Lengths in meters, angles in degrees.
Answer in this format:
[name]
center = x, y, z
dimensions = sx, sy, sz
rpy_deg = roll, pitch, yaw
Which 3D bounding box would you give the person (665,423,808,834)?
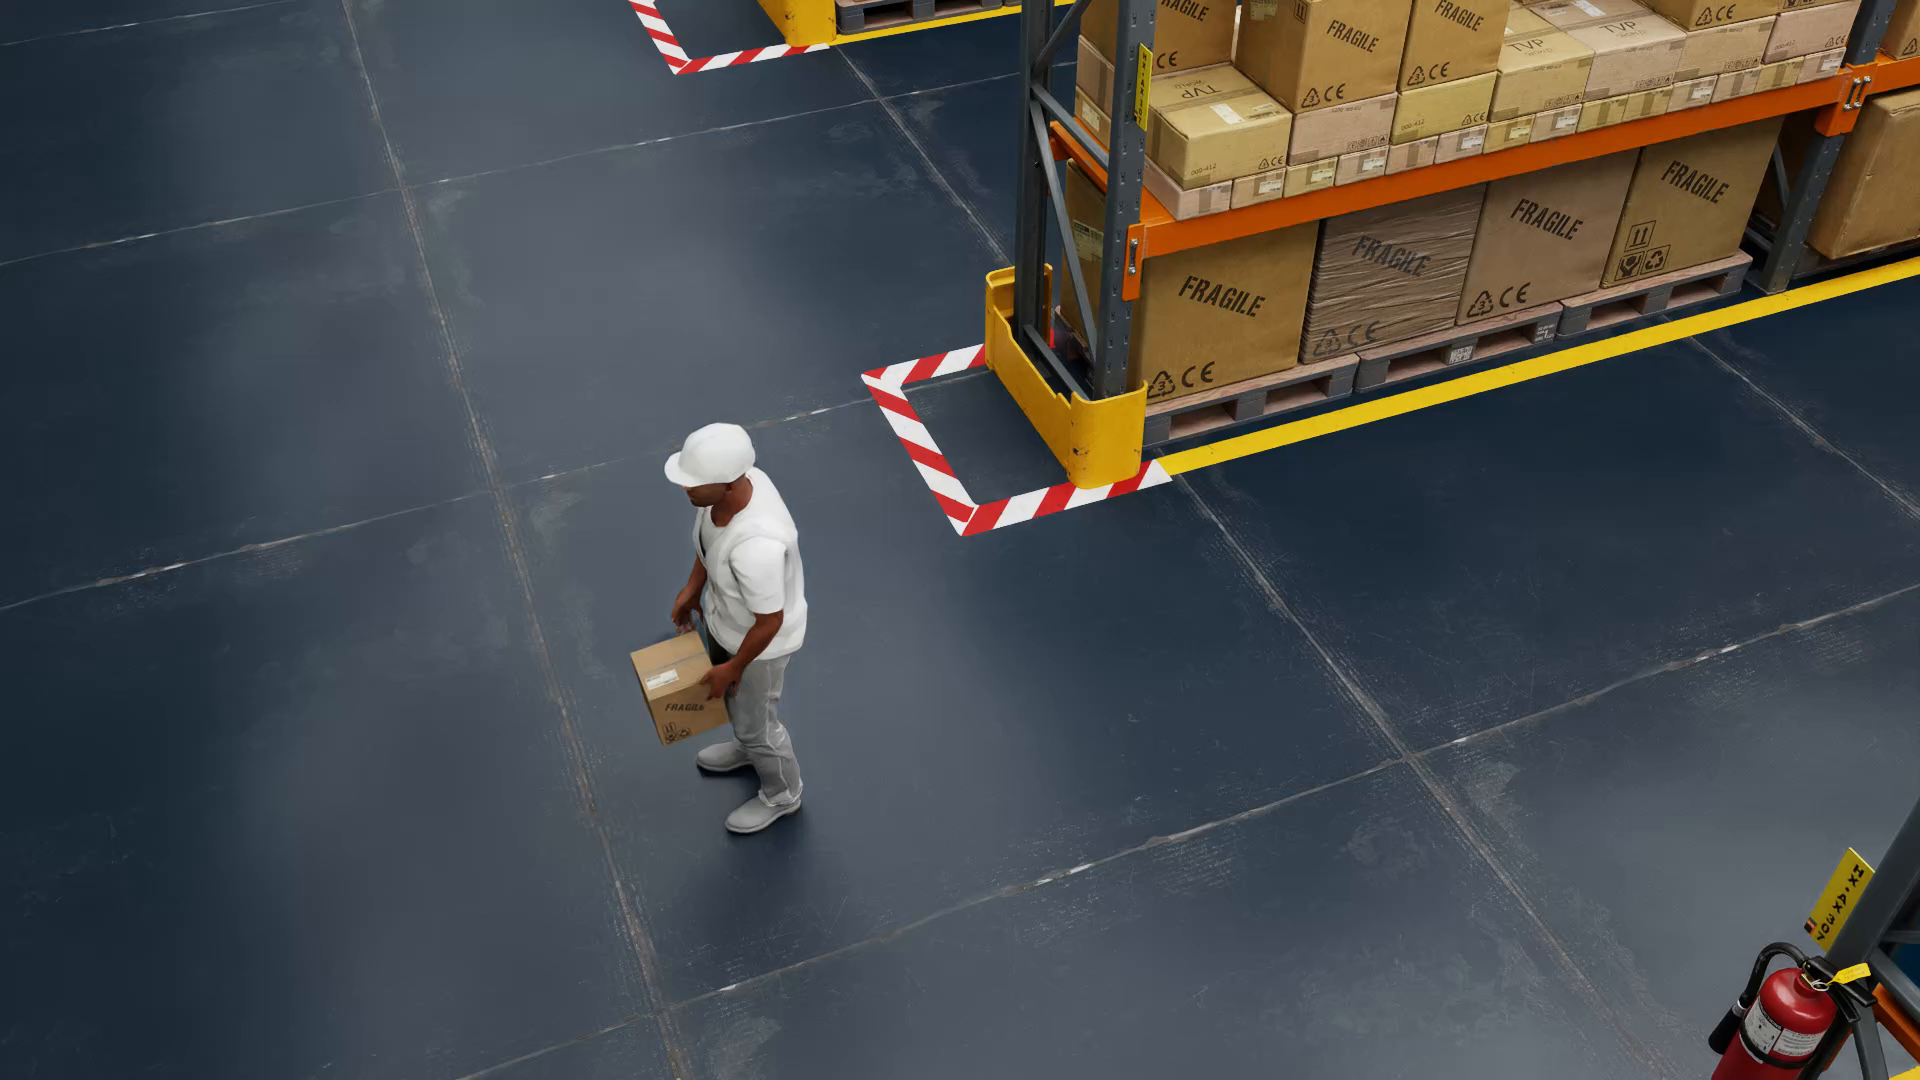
[person]
center = -0.758, 0.301, 5.801
dimensions = 0.434, 1.767, 0.580
rpy_deg = -16, 44, -18
